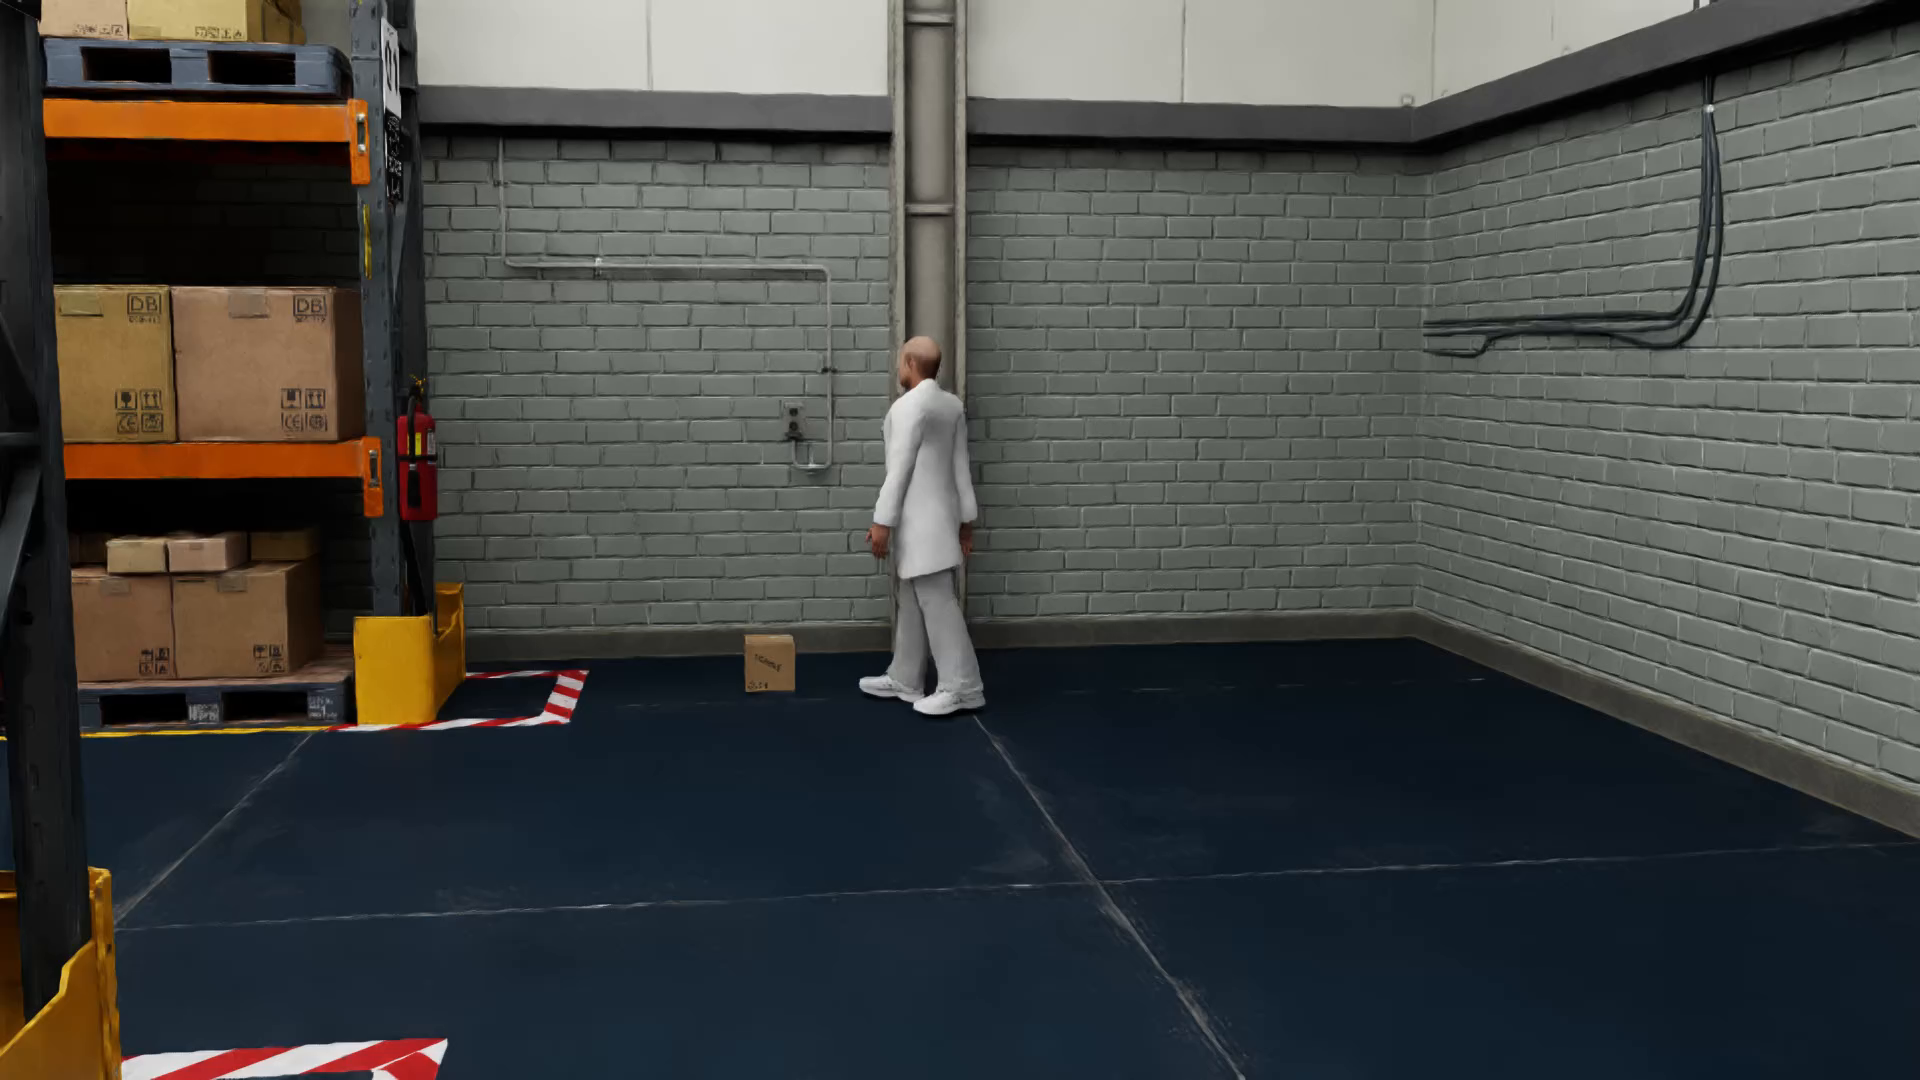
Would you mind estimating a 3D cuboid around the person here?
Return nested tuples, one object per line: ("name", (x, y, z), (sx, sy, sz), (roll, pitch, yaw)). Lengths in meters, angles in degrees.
("person", (-0.224, -0.078, 7.906), (0.725, 1.770, 0.596), (2, 7, 19))
